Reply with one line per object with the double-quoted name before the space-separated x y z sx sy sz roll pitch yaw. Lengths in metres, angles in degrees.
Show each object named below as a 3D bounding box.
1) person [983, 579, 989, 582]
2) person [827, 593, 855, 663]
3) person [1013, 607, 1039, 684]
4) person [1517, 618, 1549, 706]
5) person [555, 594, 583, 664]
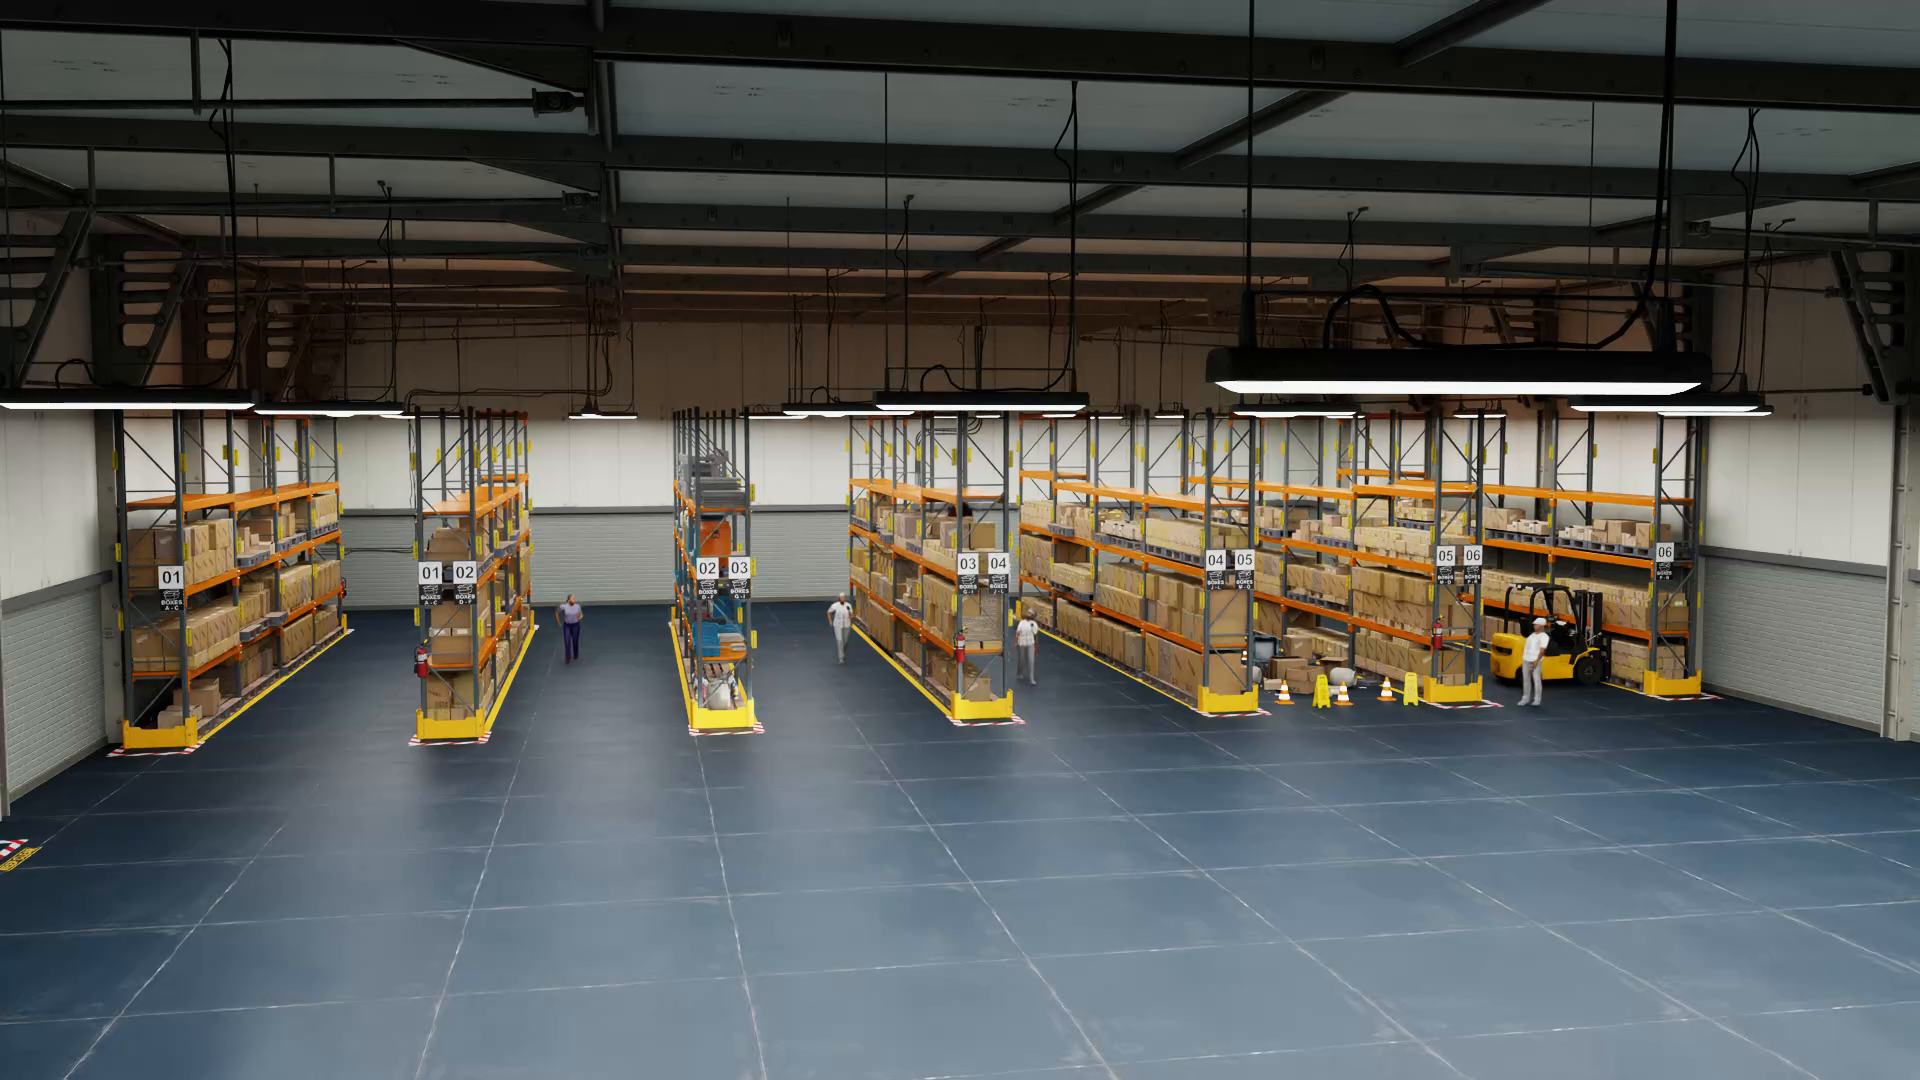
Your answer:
"person" 0.722 1.376 49.255 0.588 1.654 0.623 -3 5 -32
"person" -2.814 2.064 39.557 0.655 1.619 1.028 -1 4 -11
"person" 1.428 2.307 36.525 0.605 1.631 0.957 -1 4 -11
"person" 11.574 2.459 33.545 0.639 1.776 0.590 -3 5 -38
"person" -9.279 2.082 39.420 0.633 1.602 1.008 -1 4 -9
